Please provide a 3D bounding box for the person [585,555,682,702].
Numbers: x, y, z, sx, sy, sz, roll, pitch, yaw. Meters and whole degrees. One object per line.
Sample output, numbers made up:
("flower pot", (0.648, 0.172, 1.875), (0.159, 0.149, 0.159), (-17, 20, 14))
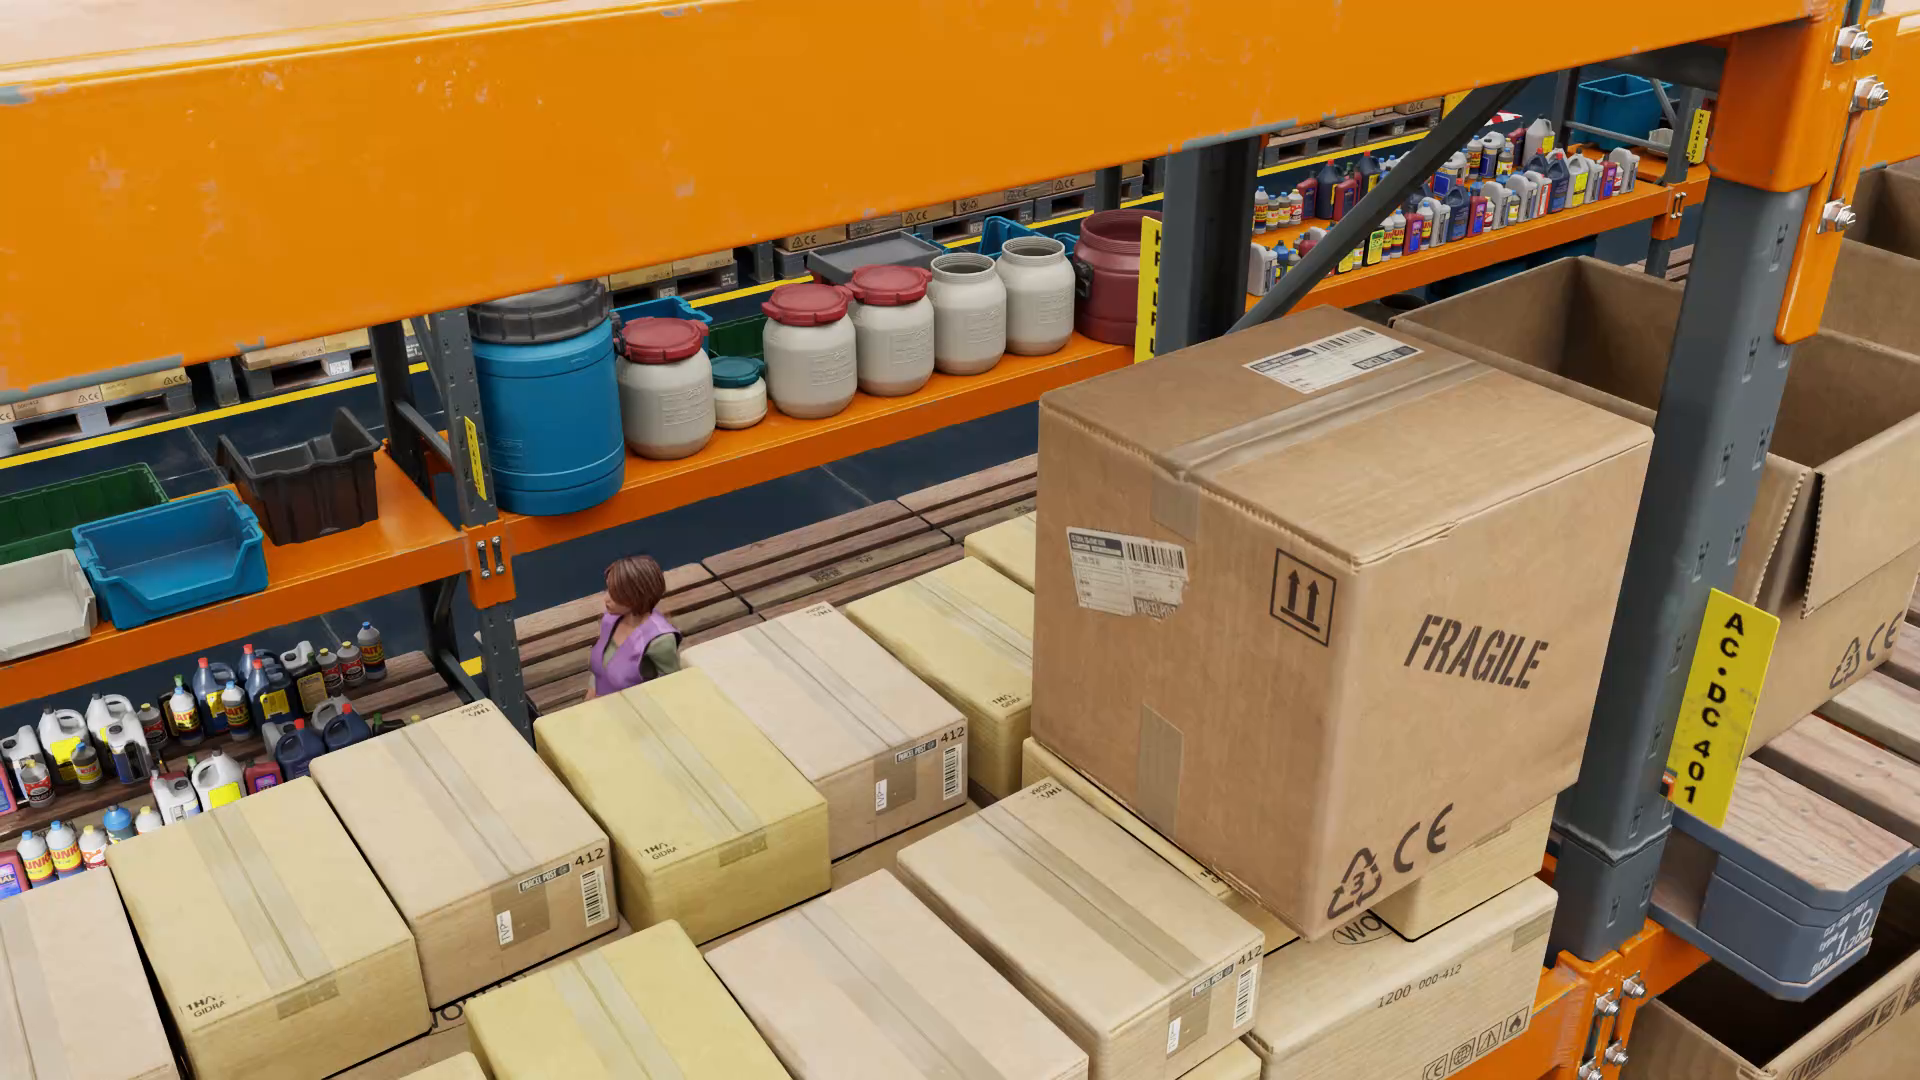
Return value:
("person", (-1.252, 0.749, 6.258), (0.951, 1.536, 0.450), (-18, 34, -29))
